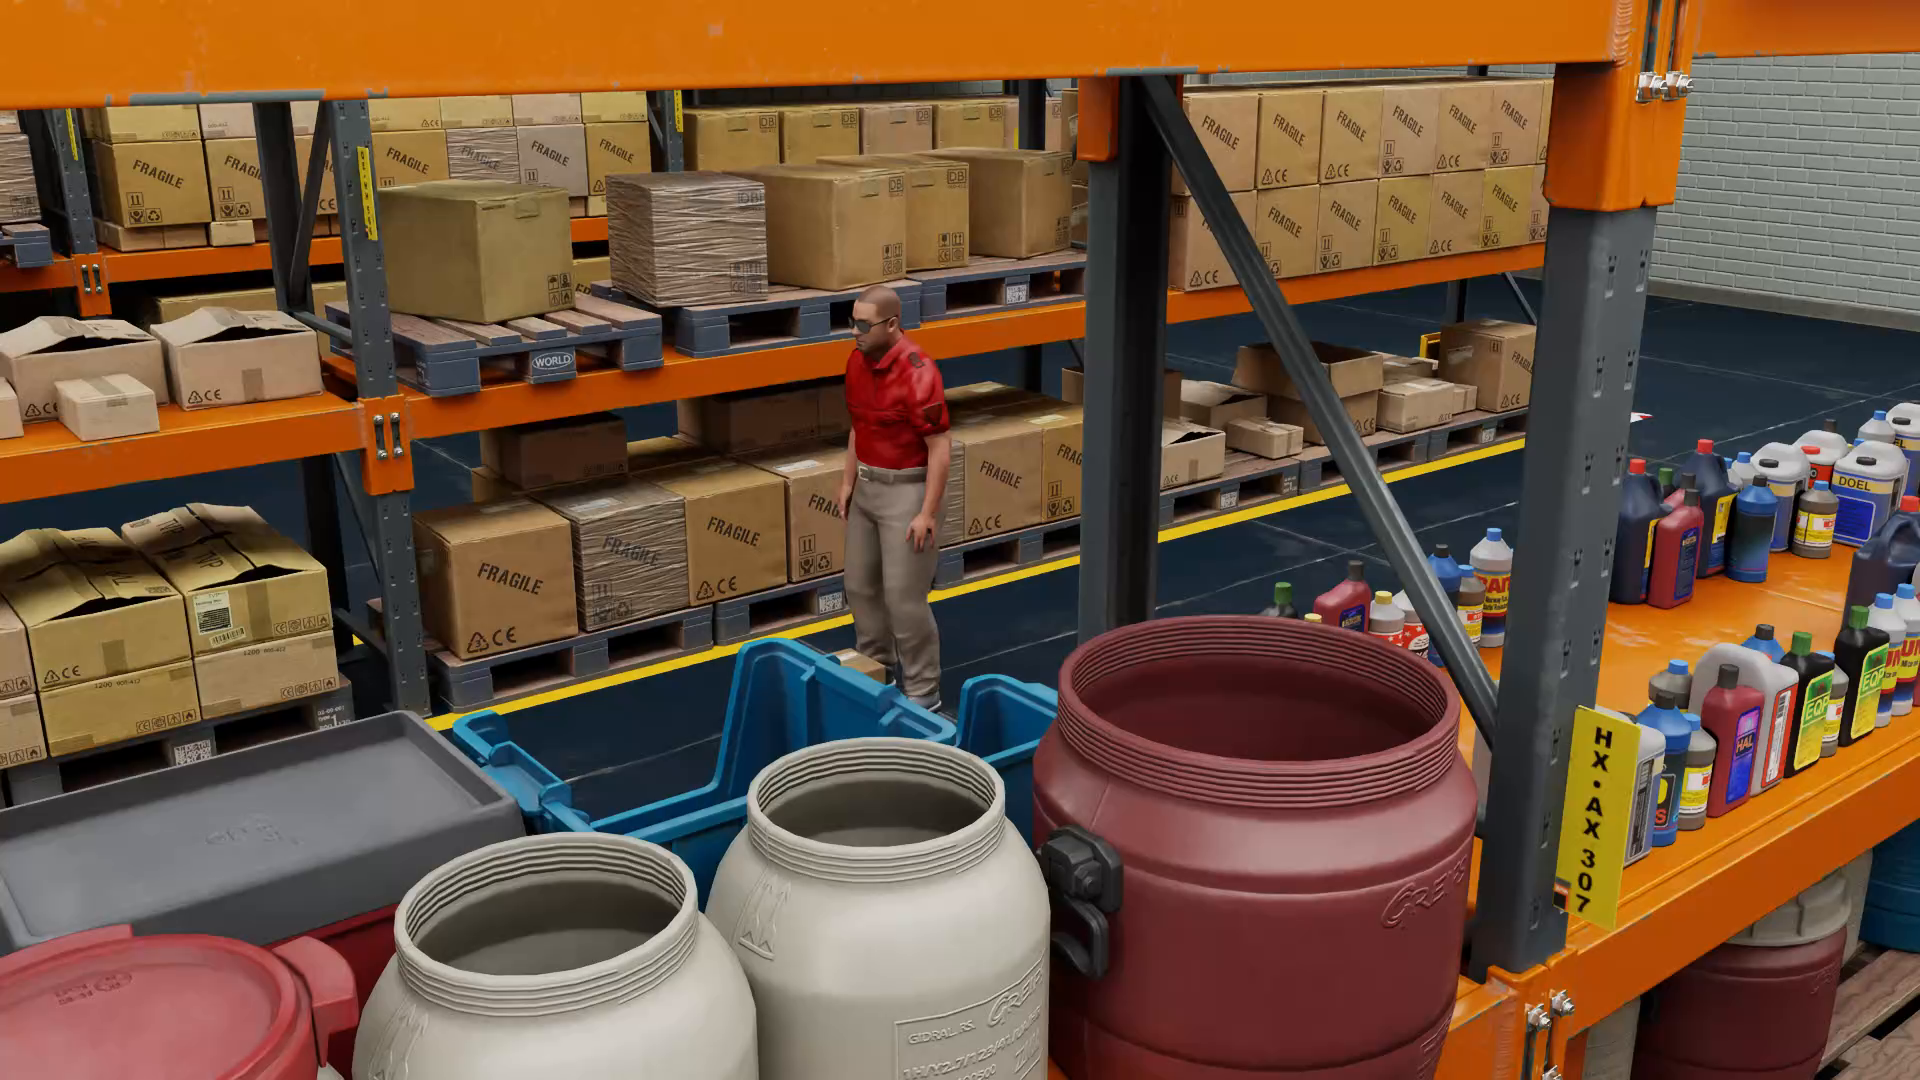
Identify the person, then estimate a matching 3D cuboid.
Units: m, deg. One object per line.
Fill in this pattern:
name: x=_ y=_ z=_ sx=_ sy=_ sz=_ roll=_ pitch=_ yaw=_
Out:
person: x=-0.270 y=-0.145 z=6.532 sx=0.388 sy=1.726 sz=0.590 roll=-13 pitch=22 yaw=-36
